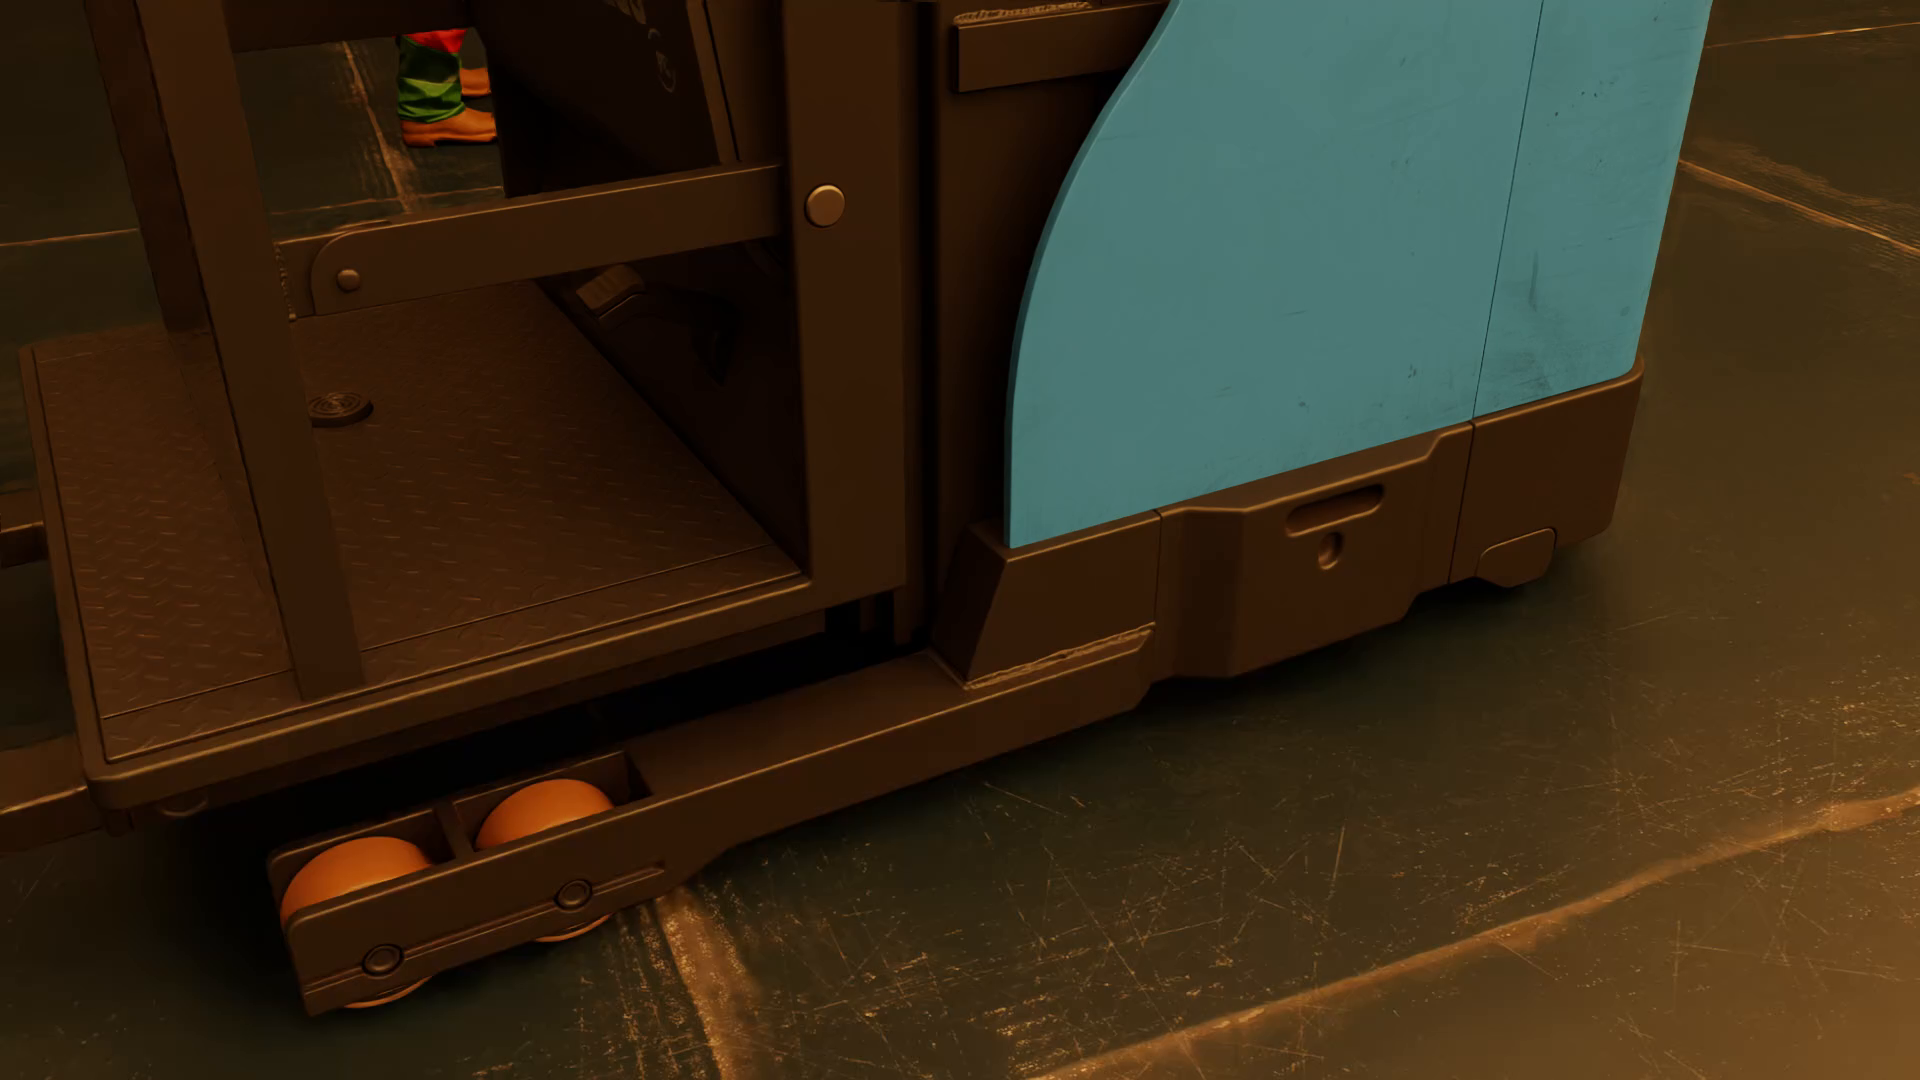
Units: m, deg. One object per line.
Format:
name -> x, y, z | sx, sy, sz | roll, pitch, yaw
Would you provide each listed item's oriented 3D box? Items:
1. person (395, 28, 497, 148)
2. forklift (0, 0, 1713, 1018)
person -> -1.318, -1.865, 4.001 | 0.412, 1.757, 0.803 | -14, 32, -23
forklift -> -0.589, -1.104, 1.477 | 3.031, 2.935, 1.130 | -15, 33, -25
